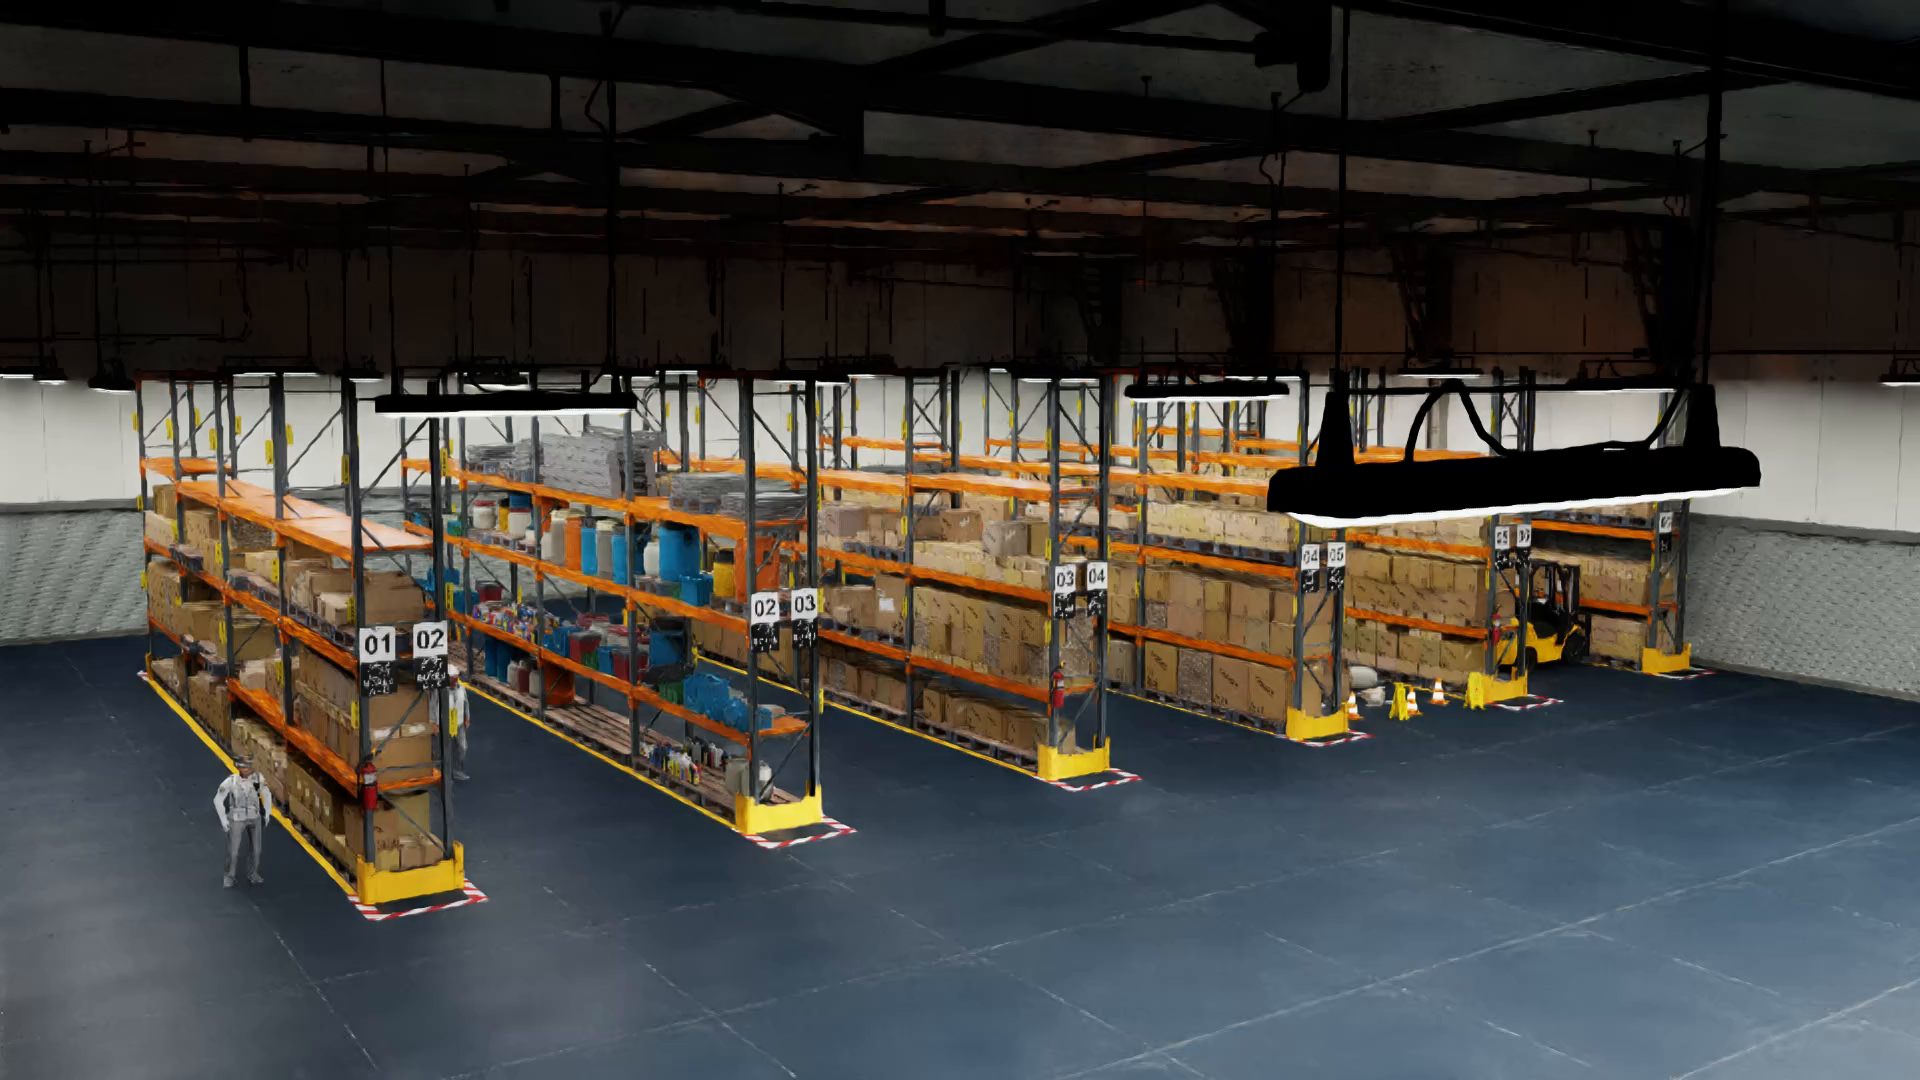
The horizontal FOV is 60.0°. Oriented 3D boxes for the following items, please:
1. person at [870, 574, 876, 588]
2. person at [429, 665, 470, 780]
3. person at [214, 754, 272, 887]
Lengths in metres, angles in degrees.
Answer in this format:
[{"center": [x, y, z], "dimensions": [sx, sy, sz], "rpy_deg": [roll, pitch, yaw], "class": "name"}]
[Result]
[{"center": [-1.776, 1.527, 35.063], "dimensions": [0.577, 1.691, 1.121], "rpy_deg": [-4, 8, -32], "class": "person"}, {"center": [-7.613, 2.687, 24.695], "dimensions": [0.662, 1.740, 0.685], "rpy_deg": [-6, 9, -42], "class": "person"}, {"center": [-8.499, 3.305, 19.742], "dimensions": [0.639, 1.632, 0.512], "rpy_deg": [-5, 8, -35], "class": "person"}]
